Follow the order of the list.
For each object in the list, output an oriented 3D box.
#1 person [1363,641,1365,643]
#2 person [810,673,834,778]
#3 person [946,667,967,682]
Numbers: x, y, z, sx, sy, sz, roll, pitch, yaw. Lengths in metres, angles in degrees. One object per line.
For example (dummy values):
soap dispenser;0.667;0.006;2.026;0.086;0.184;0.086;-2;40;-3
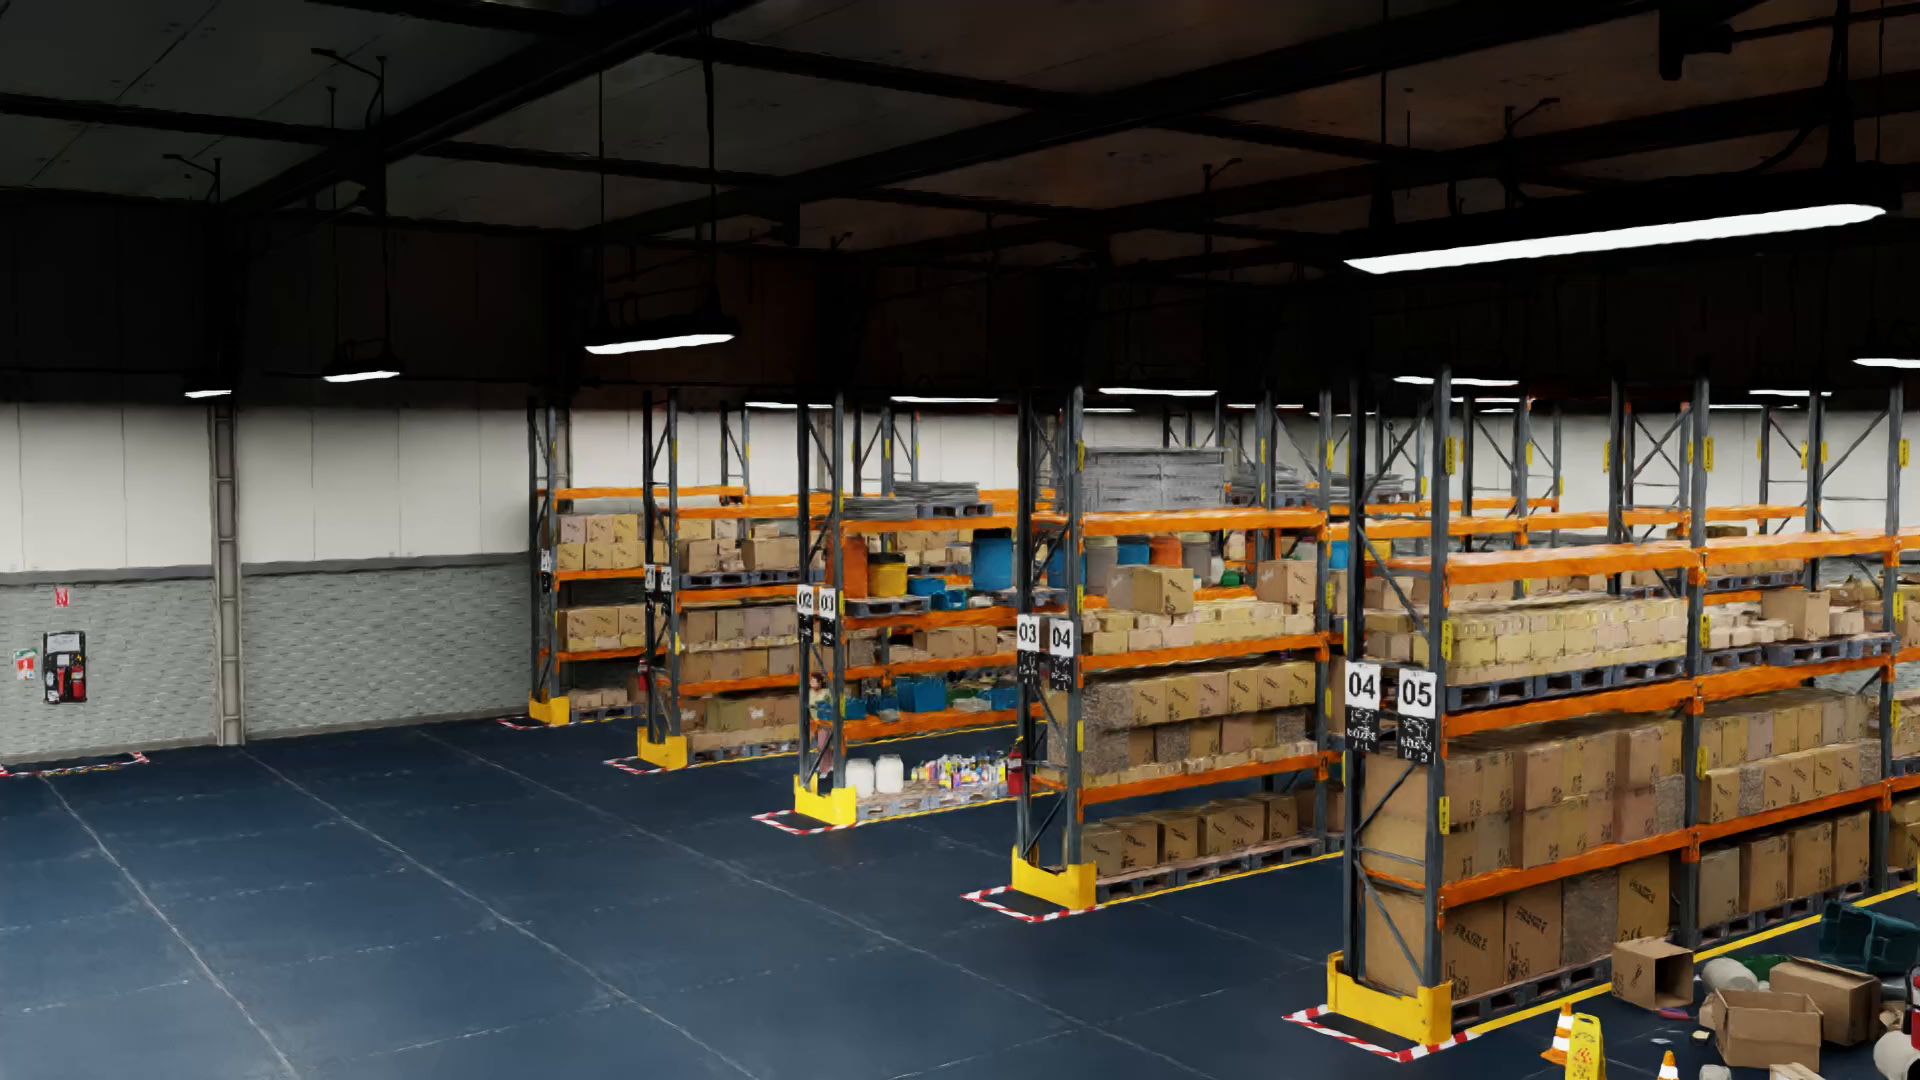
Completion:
person;9.613;1.988;39.774;0.628;1.637;0.442;0;3;-8
person;-2.118;2.835;25.677;0.625;1.607;0.802;2;4;35
person;-0.053;2.501;32.170;0.519;1.541;0.566;-3;4;-38
